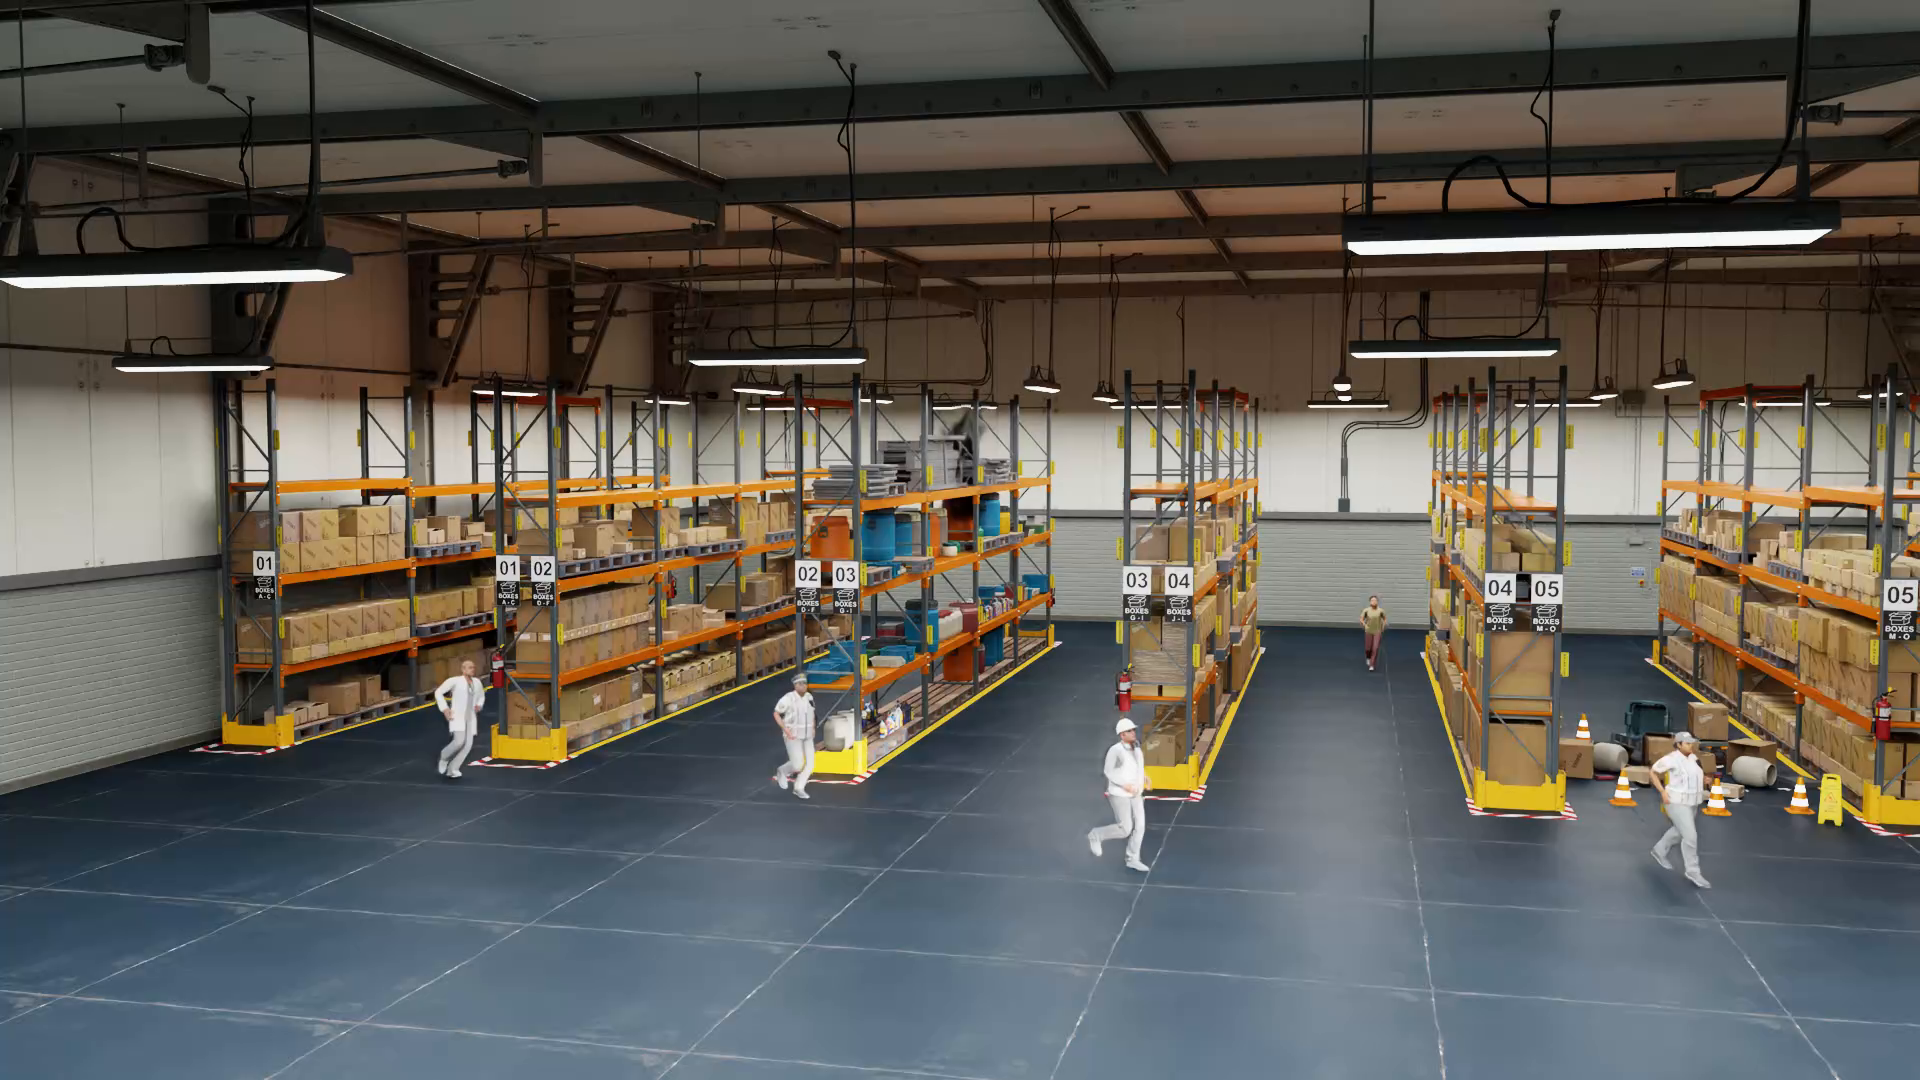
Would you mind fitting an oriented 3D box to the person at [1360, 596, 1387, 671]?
[{"bbox_3d":[9.000,2.016,36.184,0.573,1.626,0.609,1,4,12],"label":"person"}]

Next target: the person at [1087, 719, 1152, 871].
[{"bbox_3d":[1.915,2.968,19.544,0.758,1.763,0.668,3,5,43],"label":"person"}]

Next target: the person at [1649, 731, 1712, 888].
[{"bbox_3d":[8.220,3.021,18.941,0.591,1.695,0.878,-2,4,-32],"label":"person"}]

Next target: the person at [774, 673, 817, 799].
[{"bbox_3d":[-2.309,2.740,23.416,0.687,1.766,0.577,-3,5,-41],"label":"person"}]

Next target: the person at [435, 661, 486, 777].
[{"bbox_3d":[-7.415,2.662,24.844,0.587,1.701,0.747,3,4,40],"label":"person"}]
